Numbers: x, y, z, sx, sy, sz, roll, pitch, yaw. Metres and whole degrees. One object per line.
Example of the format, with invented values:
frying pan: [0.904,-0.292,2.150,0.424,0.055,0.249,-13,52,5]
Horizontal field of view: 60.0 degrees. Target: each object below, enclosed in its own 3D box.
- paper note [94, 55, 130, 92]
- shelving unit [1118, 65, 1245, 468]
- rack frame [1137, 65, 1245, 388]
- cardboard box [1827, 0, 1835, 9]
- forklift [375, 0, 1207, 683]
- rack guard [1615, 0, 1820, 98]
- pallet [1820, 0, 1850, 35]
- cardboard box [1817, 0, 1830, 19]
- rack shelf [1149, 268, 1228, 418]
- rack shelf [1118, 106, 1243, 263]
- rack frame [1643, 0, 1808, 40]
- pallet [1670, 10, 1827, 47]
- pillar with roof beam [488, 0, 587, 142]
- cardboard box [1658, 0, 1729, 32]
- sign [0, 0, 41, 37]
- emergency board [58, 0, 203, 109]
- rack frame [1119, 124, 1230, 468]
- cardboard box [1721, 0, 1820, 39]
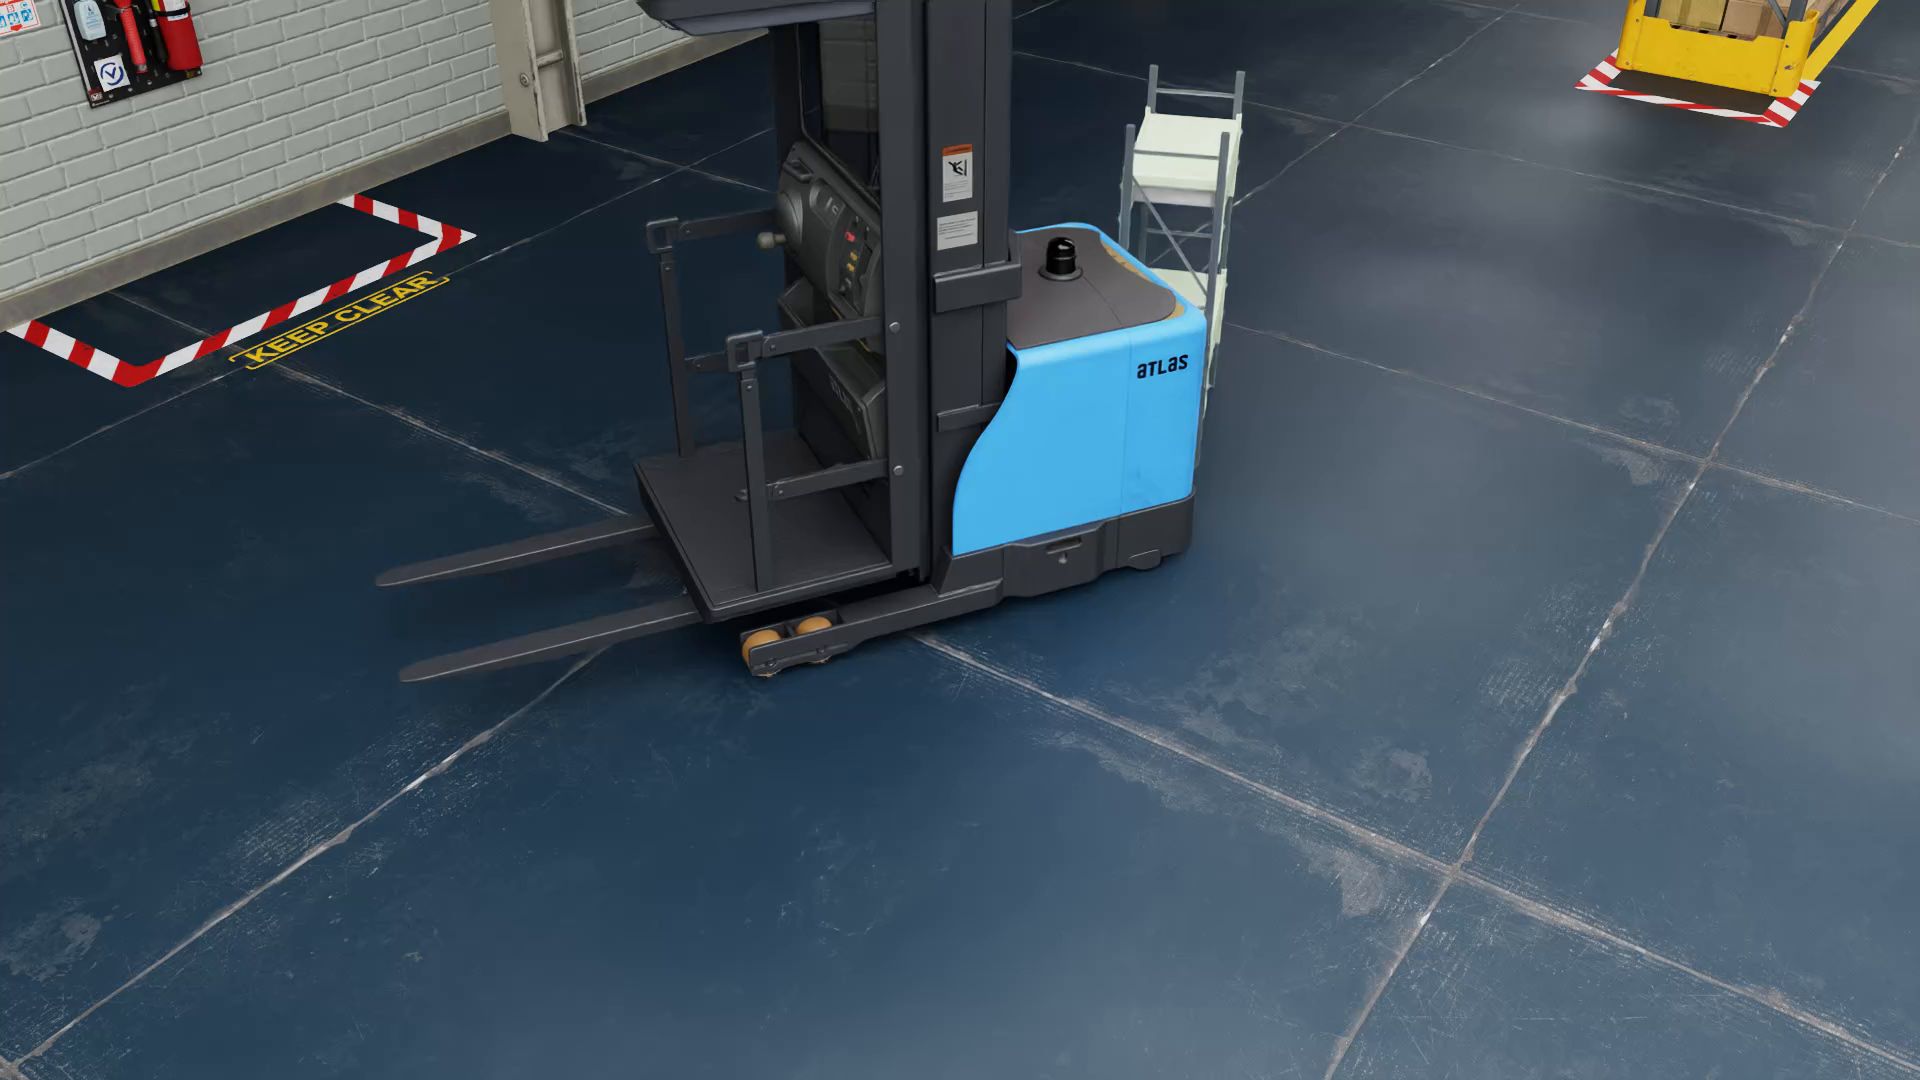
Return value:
paper note: [-4.236,-2.333,8.309,0.016,0.148,0.142,21,39,28]
shelving unit: [0.921,-1.165,7.133,0.431,1.500,0.755,7,35,10]
rack frame: [1.000,-1.365,7.429,0.400,1.500,0.023,7,35,10]
cardboard box: [6.222,-4.137,12.269,0.500,0.250,0.500,21,39,28]
forklift: [-0.644,-1.058,5.698,3.031,2.935,1.130,-14,36,-19]
rack guard: [5.152,-3.418,11.359,1.175,0.500,0.348,21,39,28]
pallet: [6.264,-4.234,12.823,1.003,0.211,1.213,21,39,28]
cardboard box: [5.937,-3.907,11.929,0.500,0.250,0.500,21,39,28]
rack shelf: [0.921,-0.895,7.316,0.431,0.370,0.720,7,35,10]
rack shelf: [0.921,-1.488,6.915,0.431,0.370,0.720,7,35,10]
rack frame: [5.166,-4.465,10.675,1.000,3.000,0.127,21,39,28]
pallet: [5.568,-3.675,11.996,1.003,0.211,1.213,21,39,28]
pillar with roof beam: [0.898,-4.993,6.100,9.100,9.000,0.400,21,39,28]
cardboard box: [5.229,-3.841,11.832,0.500,0.250,0.500,21,39,28]
sign: [-4.479,-2.551,7.813,0.001,0.329,0.234,21,39,28]
emergency board: [-4.079,-2.758,8.150,0.194,1.169,0.643,21,39,28]
rack frame: [0.842,-0.964,6.837,0.400,1.500,0.023,7,35,10]
cardboard box: [5.655,-3.676,11.587,0.500,0.250,0.500,21,39,28]
